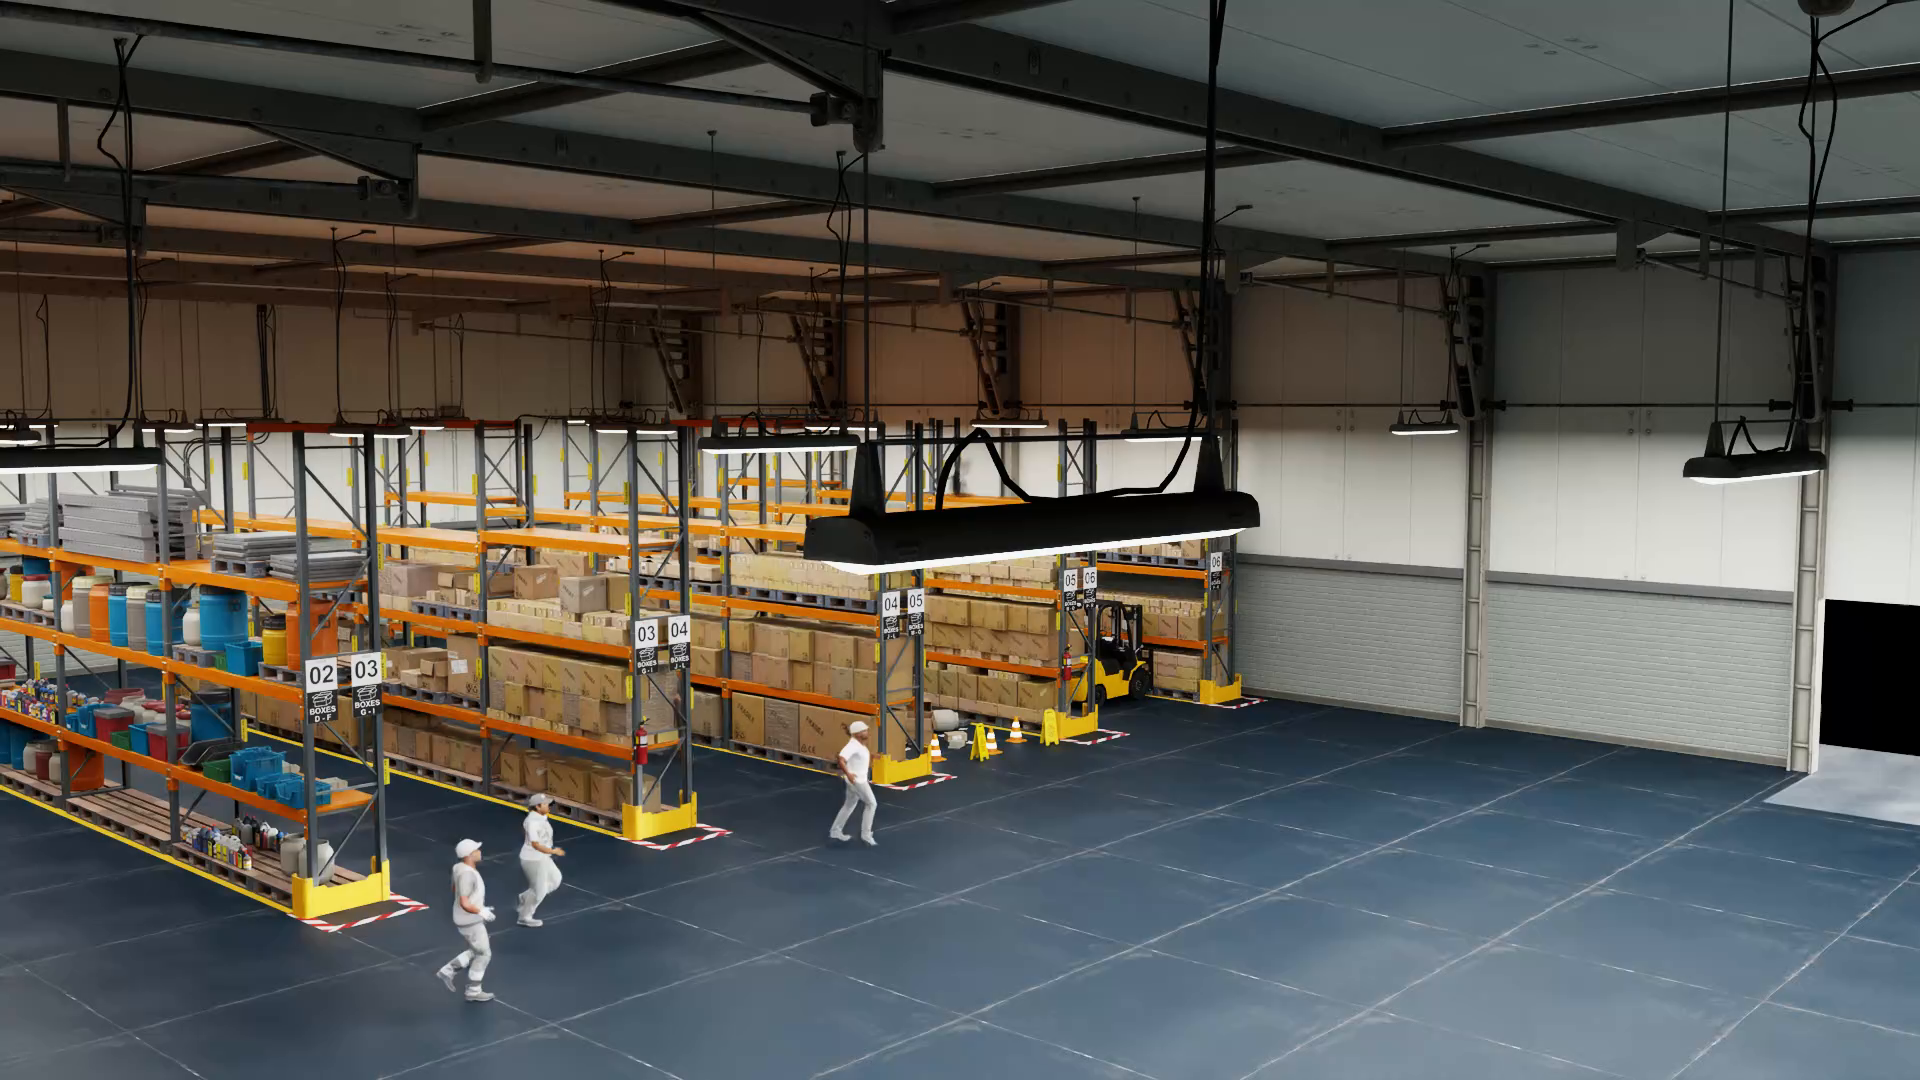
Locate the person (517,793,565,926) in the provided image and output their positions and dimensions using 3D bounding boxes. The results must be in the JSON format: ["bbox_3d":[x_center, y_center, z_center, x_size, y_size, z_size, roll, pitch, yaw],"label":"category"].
[{"bbox_3d":[-5.098,3.856,20.222,0.593,1.584,0.591,-1,5,-10],"label":"person"}]

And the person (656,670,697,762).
[{"bbox_3d":[-5.101,3.003,29.482,1.069,1.746,0.704,3,6,37],"label":"person"}]

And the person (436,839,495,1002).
[{"bbox_3d":[-5.224,4.023,17.534,0.596,1.751,0.666,-2,5,-22],"label":"person"}]

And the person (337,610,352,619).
[{"bbox_3d":[-14.189,2.349,38.362,0.556,1.677,0.851,1,5,9],"label":"person"}]

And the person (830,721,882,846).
[{"bbox_3d":[-1.499,3.510,23.933,0.771,1.836,0.661,-1,5,-11],"label":"person"}]
